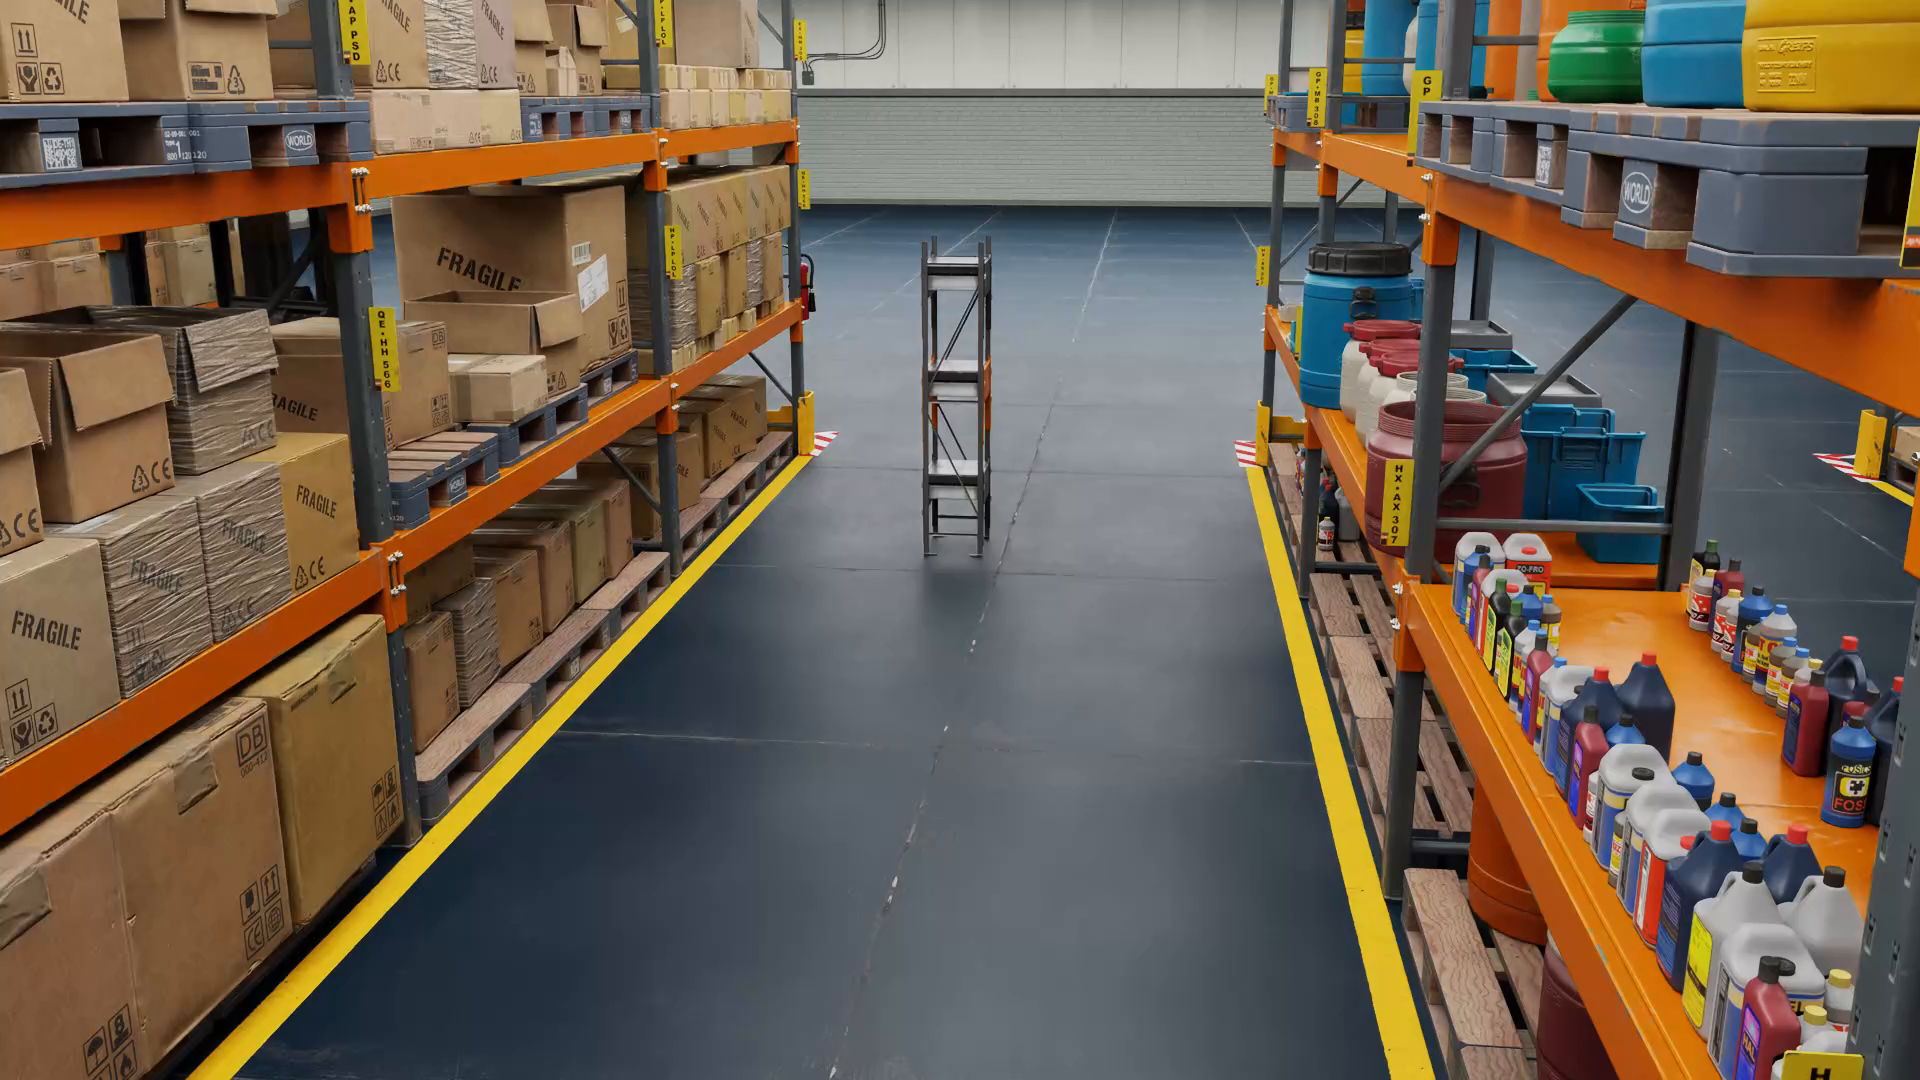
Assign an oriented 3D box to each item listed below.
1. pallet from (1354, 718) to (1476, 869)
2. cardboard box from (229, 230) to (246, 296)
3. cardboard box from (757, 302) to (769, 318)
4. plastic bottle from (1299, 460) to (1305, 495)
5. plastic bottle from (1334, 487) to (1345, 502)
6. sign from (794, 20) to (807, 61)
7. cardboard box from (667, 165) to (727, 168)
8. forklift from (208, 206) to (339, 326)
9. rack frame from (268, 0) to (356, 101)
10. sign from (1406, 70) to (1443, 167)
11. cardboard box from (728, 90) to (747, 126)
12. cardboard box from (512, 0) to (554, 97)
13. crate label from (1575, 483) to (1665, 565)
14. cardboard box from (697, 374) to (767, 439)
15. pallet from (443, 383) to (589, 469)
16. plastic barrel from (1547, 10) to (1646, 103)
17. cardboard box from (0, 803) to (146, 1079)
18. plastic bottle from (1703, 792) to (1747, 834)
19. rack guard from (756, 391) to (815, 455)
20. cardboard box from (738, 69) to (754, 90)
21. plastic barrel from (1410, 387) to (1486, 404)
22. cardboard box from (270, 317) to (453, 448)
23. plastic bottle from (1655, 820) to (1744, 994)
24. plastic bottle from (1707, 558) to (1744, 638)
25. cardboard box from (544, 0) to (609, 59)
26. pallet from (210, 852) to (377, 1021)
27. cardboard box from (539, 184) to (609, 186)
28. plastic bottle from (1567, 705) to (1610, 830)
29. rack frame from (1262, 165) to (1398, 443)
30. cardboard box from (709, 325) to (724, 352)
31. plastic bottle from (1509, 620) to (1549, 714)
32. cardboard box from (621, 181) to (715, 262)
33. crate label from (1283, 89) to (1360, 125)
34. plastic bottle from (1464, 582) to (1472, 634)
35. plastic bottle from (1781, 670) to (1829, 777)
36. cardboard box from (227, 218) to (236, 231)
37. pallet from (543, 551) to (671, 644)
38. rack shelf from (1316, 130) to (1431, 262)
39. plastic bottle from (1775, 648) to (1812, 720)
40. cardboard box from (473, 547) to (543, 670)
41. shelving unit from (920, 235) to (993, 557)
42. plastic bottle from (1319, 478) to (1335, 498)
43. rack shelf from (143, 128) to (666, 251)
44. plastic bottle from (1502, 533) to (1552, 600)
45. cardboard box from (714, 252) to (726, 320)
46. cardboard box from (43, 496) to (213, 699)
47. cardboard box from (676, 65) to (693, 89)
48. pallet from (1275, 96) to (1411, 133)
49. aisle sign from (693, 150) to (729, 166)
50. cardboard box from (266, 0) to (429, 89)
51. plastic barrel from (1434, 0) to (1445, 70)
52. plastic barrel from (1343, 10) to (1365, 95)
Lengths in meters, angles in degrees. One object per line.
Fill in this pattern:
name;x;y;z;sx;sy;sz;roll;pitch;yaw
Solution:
pallet;2.279;1.103;7.179;1.003;0.211;1.213;2;15;6
cardboard box;-6.779;-2.411;14.546;0.875;0.550;0.550;2;15;6
cardboard box;-1.742;-1.867;13.303;0.380;0.149;0.250;2;15;6
plastic bottle;2.503;-0.464;12.015;0.097;0.271;0.097;0;15;0
plastic bottle;2.563;-0.206;11.052;0.152;0.276;0.135;2;15;6
sign;-1.316;-4.118;13.702;0.100;0.325;0.005;2;15;6
cardboard box;-2.198;-2.804;13.609;0.500;0.500;0.500;2;15;6
forklift;-4.907;-1.480;11.519;1.130;2.935;3.031;7;17;25
rack frame;-2.768;-3.085;5.833;1.000;3.000;0.127;2;15;6
sign;1.606;-1.455;5.752;0.100;0.325;0.005;2;15;6
cardboard box;-1.839;-3.114;11.974;0.500;0.250;0.500;1;15;5
cardboard box;-2.573;-2.564;8.649;0.797;0.503;0.637;2;15;9
crate label;2.573;-0.061;6.461;0.303;0.233;0.416;2;15;6
cardboard box;-1.952;-1.099;13.964;0.500;0.500;0.500;5;16;17
pallet;-2.585;-0.611;8.544;1.003;0.211;1.213;2;15;6
plastic barrel;1.805;-1.351;4.659;0.294;0.245;0.294;0;15;0
cardboard box;-3.067;1.273;4.475;1.225;0.875;0.875;1;15;4
plastic bottle;1.665;0.683;3.637;0.097;0.271;0.097;0;15;0
rack guard;-1.874;-1.038;14.543;1.175;0.500;0.348;2;15;6
cardboard box;-1.741;-3.414;12.318;0.380;0.149;0.250;1;15;3
plastic barrel;2.057;-0.371;7.072;0.421;0.512;0.421;0;15;0
cardboard box;-2.783;-0.729;7.617;0.700;0.500;0.500;4;16;15
plastic bottle;1.501;0.722;3.341;0.144;0.351;0.185;2;15;6
plastic bottle;2.506;0.190;5.436;0.061;0.283;0.133;2;15;6
cardboard box;-2.519;-3.232;10.403;0.500;0.500;0.500;1;15;5
pallet;-2.932;1.359;6.232;1.003;0.211;1.213;2;15;6
cardboard box;-2.539;-2.026;10.732;0.500;0.500;0.500;2;15;6
plastic bottle;1.546;0.557;4.081;0.061;0.283;0.133;2;15;6
rack frame;3.056;-2.118;13.750;1.000;3.000;0.127;2;15;6
cardboard box;-1.864;-1.411;11.616;0.380;0.149;0.250;2;15;6
plastic bottle;1.650;0.365;4.812;0.097;0.271;0.097;0;15;0
cardboard box;-1.958;-2.140;11.154;0.500;0.500;0.500;2;15;6
crate label;2.517;-3.019;11.618;0.502;0.251;0.408;2;15;6
plastic bottle;1.732;0.210;5.521;0.097;0.201;0.097;0;15;0
plastic bottle;2.239;0.470;4.399;0.061;0.283;0.133;2;15;6
cardboard box;-6.863;-2.935;14.414;0.875;0.550;0.550;2;15;6
pallet;-2.403;0.321;10.070;1.003;0.211;1.213;2;15;6
rack shelf;2.379;-1.663;7.697;1.077;0.370;4.000;2;15;6
plastic bottle;2.409;0.411;4.778;0.097;0.201;0.097;0;15;0
cardboard box;-2.605;0.339;8.607;0.700;0.500;0.500;3;15;11
shelving unit;-0.019;-0.971;11.229;0.431;2.100;0.503;2;15;6
plastic bottle;2.413;-0.240;11.034;0.144;0.351;0.185;1;15;3
rack shelf;-2.542;-1.809;8.237;1.077;0.370;4.000;2;15;6
plastic bottle;1.934;0.124;5.696;0.152;0.276;0.135;2;15;6
cardboard box;-2.157;-1.795;11.792;0.875;0.500;0.500;2;15;6
cardboard box;-2.695;0.162;5.126;0.500;0.500;0.500;1;15;4
cardboard box;-1.959;-3.011;10.828;0.380;0.149;0.250;2;15;7
pallet;2.589;-2.628;10.249;1.213;0.211;1.003;2;15;6
aisle sign;-2.156;-3.544;14.042;0.394;0.787;0.004;2;15;6
cardboard box;-2.459;-2.041;6.569;0.500;0.500;0.500;2;15;7
plastic barrel;2.689;-2.463;8.317;0.600;0.901;0.600;0;15;0
plastic barrel;3.054;-3.561;12.171;0.600;0.588;0.600;0;15;0
